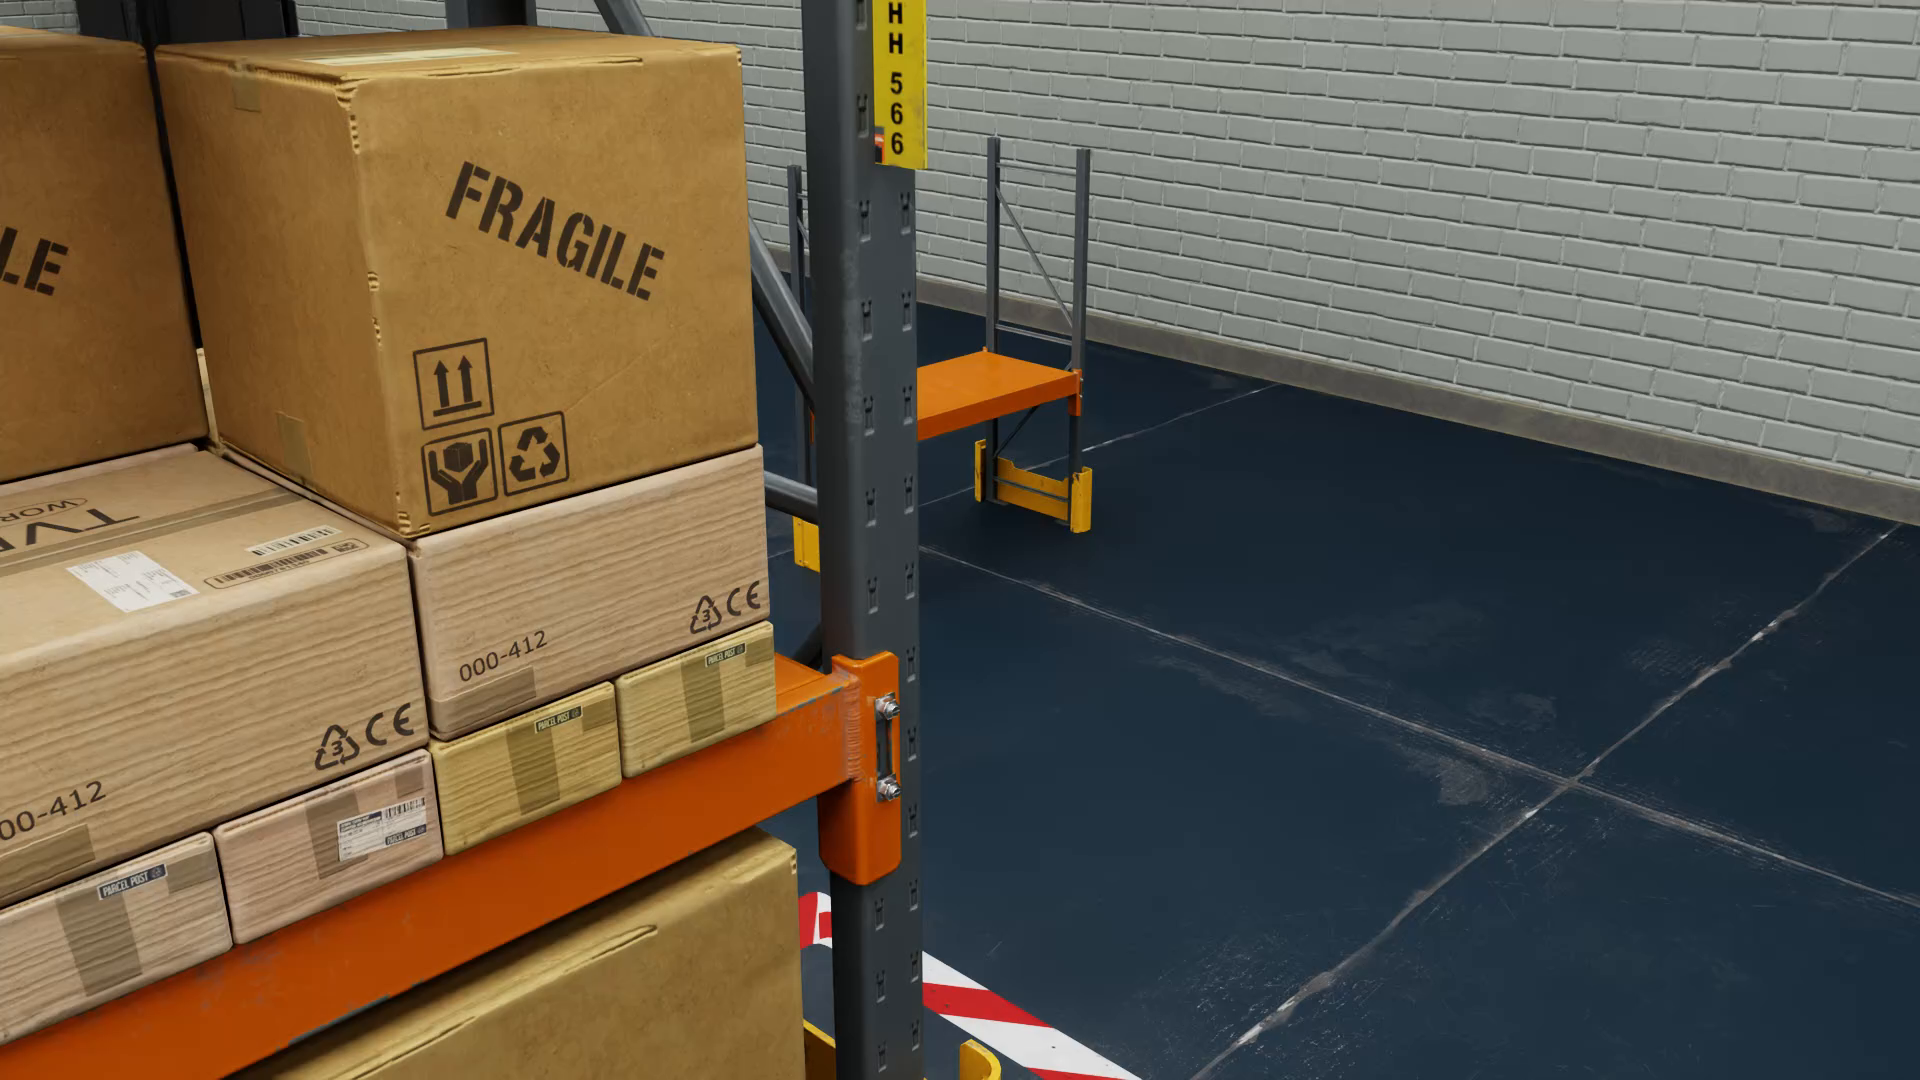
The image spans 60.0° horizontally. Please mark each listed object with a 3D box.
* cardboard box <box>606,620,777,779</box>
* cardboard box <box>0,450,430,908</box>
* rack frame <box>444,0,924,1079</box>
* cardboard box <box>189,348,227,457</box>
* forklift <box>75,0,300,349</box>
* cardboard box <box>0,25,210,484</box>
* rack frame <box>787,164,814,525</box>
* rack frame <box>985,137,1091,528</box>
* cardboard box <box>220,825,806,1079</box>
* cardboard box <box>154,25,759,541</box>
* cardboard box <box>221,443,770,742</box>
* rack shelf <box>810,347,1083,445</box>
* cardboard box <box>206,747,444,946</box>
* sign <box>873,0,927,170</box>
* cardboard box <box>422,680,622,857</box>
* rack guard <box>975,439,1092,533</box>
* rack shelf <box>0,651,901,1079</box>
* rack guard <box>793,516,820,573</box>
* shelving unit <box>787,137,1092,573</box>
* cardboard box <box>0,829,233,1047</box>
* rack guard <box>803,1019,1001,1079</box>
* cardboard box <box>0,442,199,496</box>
[{"bbox_3d":[-0.471,0.163,2.319,0.250,0.149,0.380,-20,28,-41],"label":"cardboard box"},{"bbox_3d":[-0.961,0.124,1.865,0.500,0.250,0.500,19,28,40],"label":"cardboard box"},{"bbox_3d":[-0.459,-0.128,2.727,1.000,3.000,0.127,19,28,41],"label":"rack frame"},{"bbox_3d":[-0.987,-0.141,2.555,0.500,0.250,0.500,18,28,39],"label":"cardboard box"},{"bbox_3d":[-2.748,-1.021,5.145,3.031,2.935,1.130,-7,22,-17],"label":"forklift"},{"bbox_3d":[-1.336,-0.363,2.086,0.500,0.500,0.500,18,28,39],"label":"cardboard box"},{"bbox_3d":[-0.414,-0.547,5.908,0.500,1.500,0.032,19,28,41],"label":"rack frame"},{"bbox_3d":[0.295,-0.809,6.588,0.500,1.500,0.032,19,28,41],"label":"rack frame"},{"bbox_3d":[-0.848,0.852,2.553,0.875,0.875,0.875,19,28,41],"label":"cardboard box"},{"bbox_3d":[-0.610,-0.356,2.069,0.500,0.500,0.500,20,29,41],"label":"cardboard box"},{"bbox_3d":[-0.607,-0.006,2.204,0.500,0.250,0.500,19,28,40],"label":"cardboard box"},{"bbox_3d":[-0.060,-0.510,6.313,0.538,0.185,1.000,19,28,41],"label":"rack shelf"},{"bbox_3d":[-0.828,0.295,1.976,0.380,0.149,0.250,19,28,41],"label":"cardboard box"},{"bbox_3d":[-0.080,-0.640,2.114,0.100,0.325,0.005,19,28,41],"label":"sign"},{"bbox_3d":[-0.651,0.230,2.145,0.380,0.149,0.250,20,28,41],"label":"cardboard box"},{"bbox_3d":[0.294,-0.225,6.812,0.587,0.250,0.087,19,28,41],"label":"rack guard"},{"bbox_3d":[-1.854,0.722,1.518,1.077,0.370,4.000,19,28,41],"label":"rack shelf"},{"bbox_3d":[-0.401,0.031,6.146,0.587,0.250,0.087,19,28,41],"label":"rack guard"},{"bbox_3d":[-0.053,-0.680,6.254,0.587,1.500,1.083,19,28,41],"label":"shelving unit"},{"bbox_3d":[-1.003,0.359,1.810,0.250,0.149,0.380,-20,28,-41],"label":"cardboard box"},{"bbox_3d":[-0.442,1.033,3.191,1.175,0.500,0.348,19,28,41],"label":"rack guard"},{"bbox_3d":[-1.345,-0.006,2.203,0.500,0.250,0.500,19,28,40],"label":"cardboard box"}]
